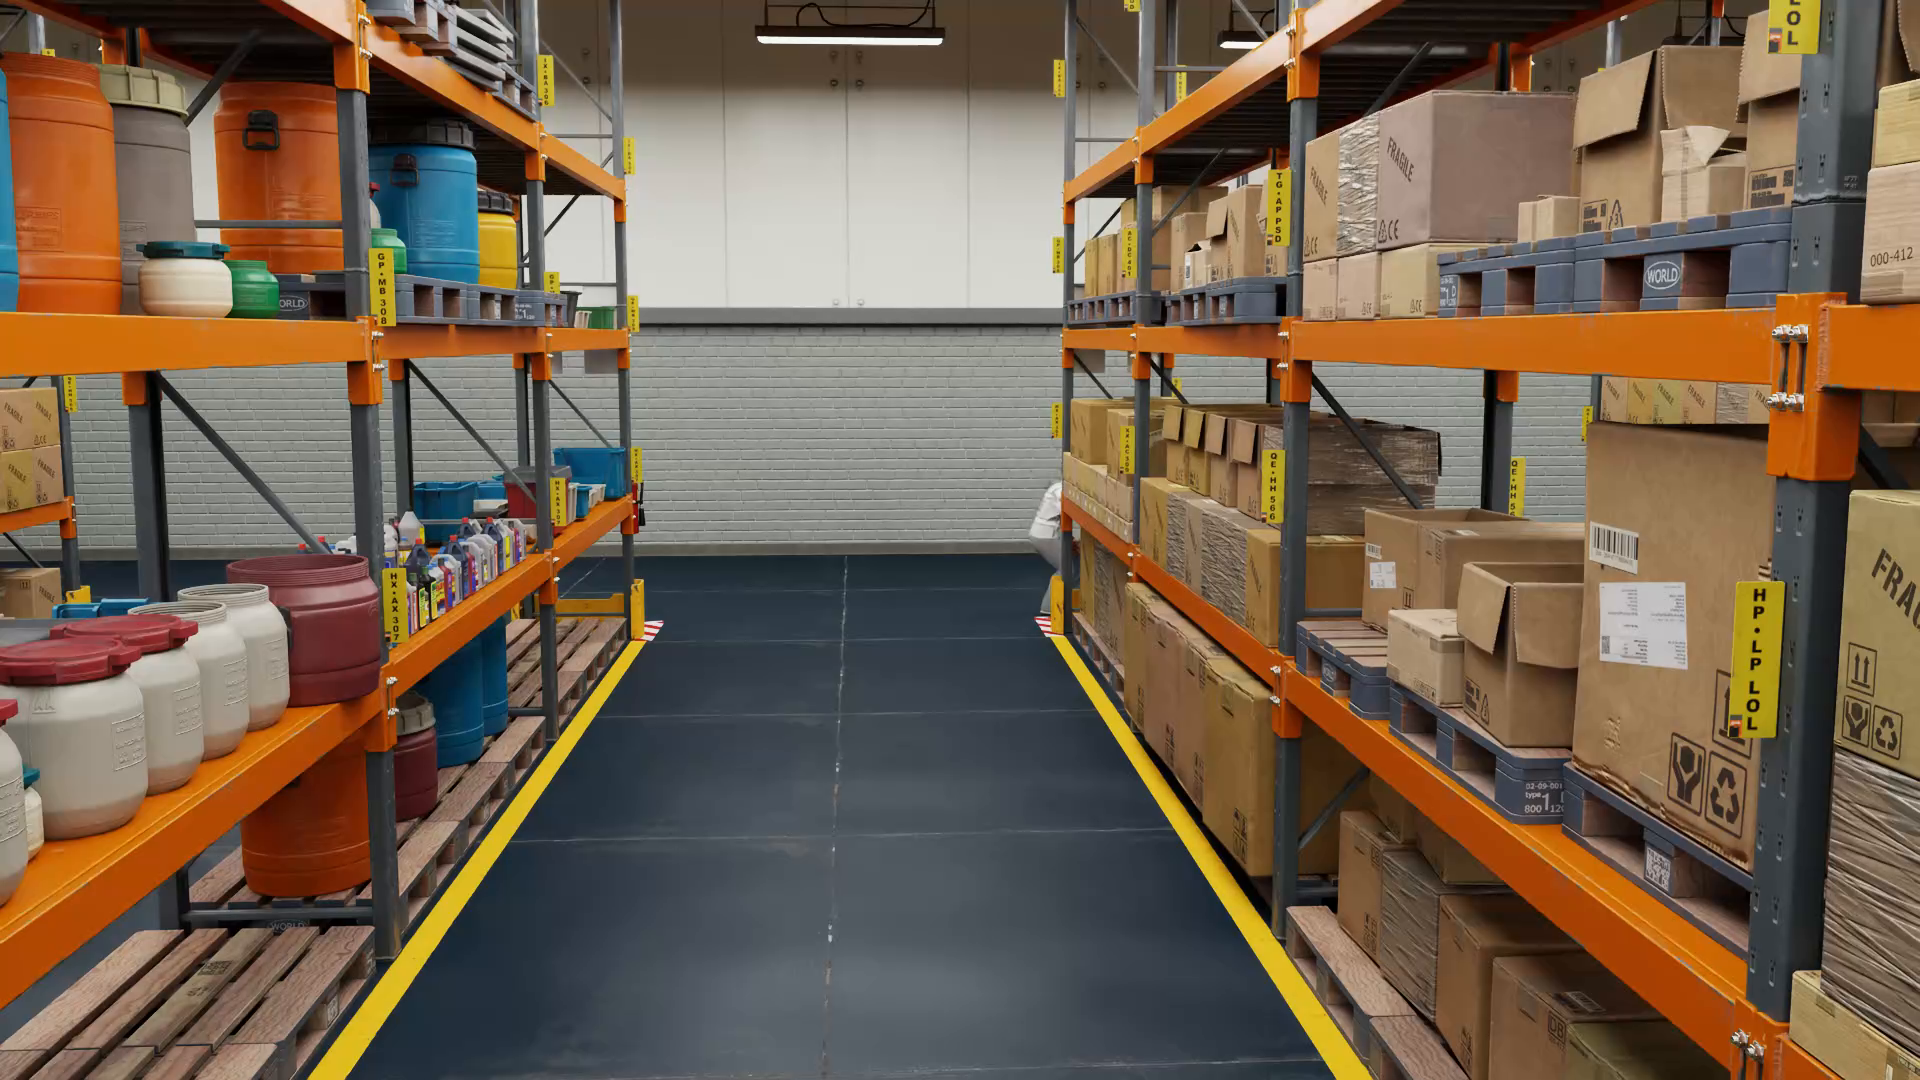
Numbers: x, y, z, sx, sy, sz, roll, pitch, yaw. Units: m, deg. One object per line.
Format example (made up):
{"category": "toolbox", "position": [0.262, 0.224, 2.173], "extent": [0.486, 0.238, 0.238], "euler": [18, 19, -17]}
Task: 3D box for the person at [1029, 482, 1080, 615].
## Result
{"category": "person", "position": [1.001, -0.004, 16.570], "extent": [0.628, 1.487, 0.490], "euler": [0, 7, 4]}
